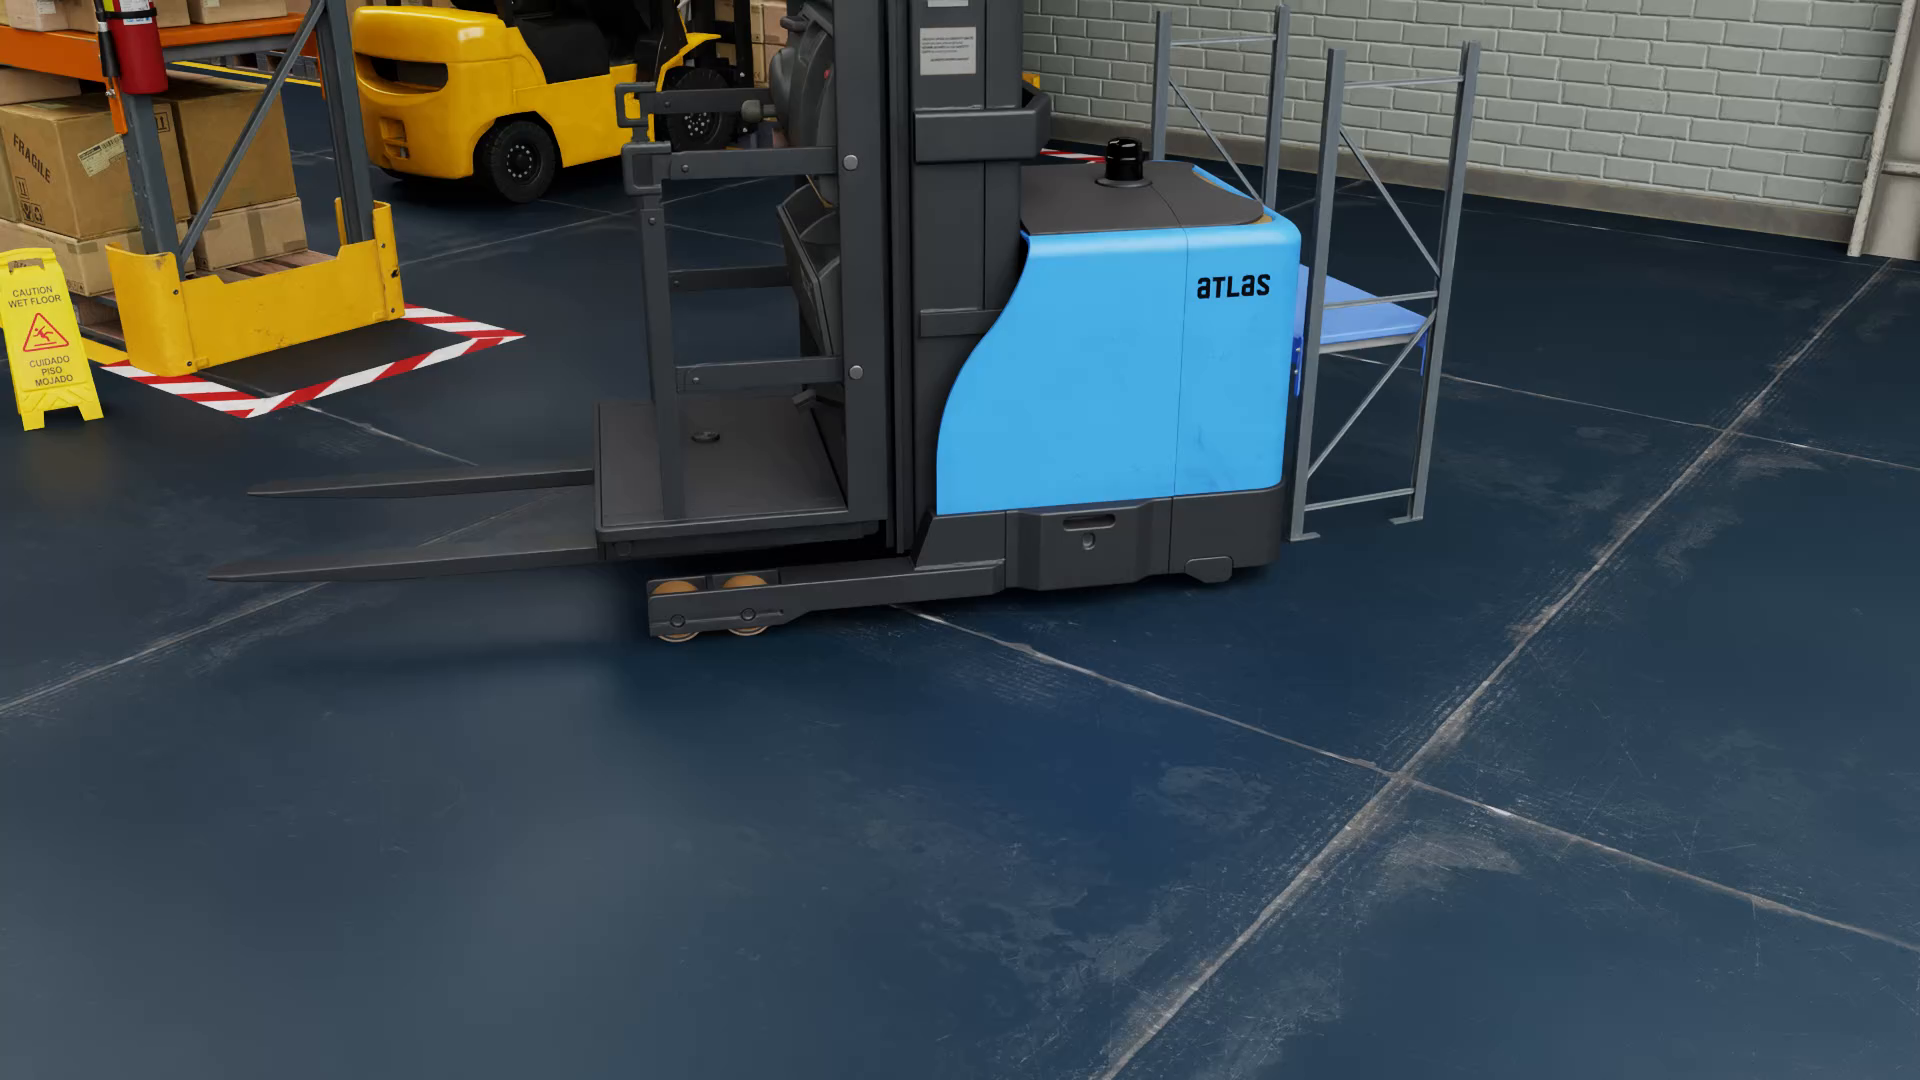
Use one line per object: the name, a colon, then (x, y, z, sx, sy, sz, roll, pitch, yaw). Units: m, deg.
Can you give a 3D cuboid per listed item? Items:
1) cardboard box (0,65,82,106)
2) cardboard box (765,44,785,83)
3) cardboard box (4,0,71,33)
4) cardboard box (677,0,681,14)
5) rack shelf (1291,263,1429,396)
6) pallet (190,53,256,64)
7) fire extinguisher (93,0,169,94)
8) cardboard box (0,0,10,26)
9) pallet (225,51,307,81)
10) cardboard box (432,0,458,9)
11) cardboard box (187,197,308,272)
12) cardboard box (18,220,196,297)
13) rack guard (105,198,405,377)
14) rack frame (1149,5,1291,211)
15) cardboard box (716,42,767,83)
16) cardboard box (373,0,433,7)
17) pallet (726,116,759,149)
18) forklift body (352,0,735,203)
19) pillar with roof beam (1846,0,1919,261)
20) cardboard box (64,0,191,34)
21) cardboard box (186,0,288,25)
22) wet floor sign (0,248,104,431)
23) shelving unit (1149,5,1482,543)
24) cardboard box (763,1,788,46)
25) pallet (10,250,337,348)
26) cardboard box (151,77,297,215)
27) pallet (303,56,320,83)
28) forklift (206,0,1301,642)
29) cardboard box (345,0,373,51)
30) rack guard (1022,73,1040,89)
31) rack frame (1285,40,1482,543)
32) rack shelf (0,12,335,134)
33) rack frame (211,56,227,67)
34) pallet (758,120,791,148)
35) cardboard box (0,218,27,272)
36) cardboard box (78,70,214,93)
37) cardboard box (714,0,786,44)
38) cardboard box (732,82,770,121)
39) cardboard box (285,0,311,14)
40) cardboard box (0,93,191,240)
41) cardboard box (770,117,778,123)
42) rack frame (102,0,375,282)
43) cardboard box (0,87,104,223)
cardboard box: (-4.060, -1.986, 7.192, 0.250, 0.149, 0.380, 18, 29, 35)
cardboard box: (-0.926, -3.142, 10.930, 0.500, 0.250, 0.500, 16, 29, 33)
cardboard box: (-3.625, -2.167, 6.760, 0.250, 0.149, 0.380, 16, 29, 33)
cardboard box: (-1.733, -3.605, 11.361, 0.500, 0.250, 0.500, 16, 28, 32)
rack shelf: (1.076, -0.746, 5.528, 0.538, 0.185, 1.000, -9, 25, -20)
pallet: (-6.931, -4.689, 15.630, 1.213, 0.211, 1.003, 17, 29, 33)
fire extinguisher: (-3.113, -2.023, 6.218, 0.183, 0.674, 0.296, 17, 29, 33)
cardboard box: (-3.818, -2.236, 6.916, 0.250, 0.149, 0.380, 16, 29, 32)
pallet: (-5.721, -4.284, 14.712, 1.213, 0.211, 1.003, 17, 29, 33)
cardboard box: (-3.580, -4.033, 13.107, 0.625, 0.625, 0.875, 18, 30, 36)
cardboard box: (-3.408, -1.453, 7.718, 0.500, 0.250, 0.500, 17, 29, 33)
cardboard box: (-3.756, -1.284, 7.332, 0.500, 0.250, 0.500, 17, 29, 33)
rack guard: (-2.989, -1.110, 7.148, 0.348, 0.500, 1.175, 17, 29, 33)
rack frame: (0.887, -1.101, 5.887, 0.500, 1.500, 0.032, -9, 25, -20)
cardboard box: (-1.352, -3.260, 11.198, 0.500, 0.250, 0.500, 16, 28, 32)
cardboard box: (-4.196, -4.223, 13.539, 0.625, 0.625, 0.875, 16, 29, 33)
pallet: (-1.564, -3.028, 11.861, 1.213, 0.211, 1.003, 17, 29, 33)
forklift body: (-2.566, -3.319, 10.116, 1.214, 2.155, 2.313, 17, 29, 33)
pillar with roof beam: (2.248, -4.202, 3.627, 0.400, 9.000, 9.100, 17, 29, 33)
cardboard box: (-3.356, -2.142, 6.702, 0.250, 0.149, 0.380, 18, 29, 35)
cardboard box: (-3.076, -2.269, 6.991, 0.250, 0.149, 0.380, 17, 29, 33)
wet floor sign: (-3.418, -0.767, 6.190, 0.267, 0.644, 0.232, -15, 28, -30)
shelving unit: (1.076, -0.911, 5.455, 0.538, 1.500, 1.048, -9, 25, -20)
cardboard box: (-0.922, -3.361, 10.808, 0.500, 0.250, 0.500, 17, 29, 34)
pallet: (-3.618, -1.185, 7.678, 1.213, 0.211, 1.003, 17, 29, 33)
cardboard box: (-3.428, -1.802, 7.579, 0.500, 0.500, 0.500, 16, 28, 32)
pallet: (-4.749, -3.989, 14.042, 1.213, 0.211, 1.003, 17, 29, 33)
forklift: (-0.612, -1.290, 4.544, 3.031, 2.935, 1.130, -5, 24, -11)
cardboard box: (-4.799, -4.404, 13.950, 0.625, 0.625, 0.875, 15, 28, 31)
rack guard: (0.065, -2.688, 10.730, 0.348, 0.500, 1.175, 17, 29, 33)
rack frame: (1.266, -0.720, 5.023, 0.500, 1.500, 0.032, -9, 25, -20)
rack shelf: (-4.529, -2.390, 7.845, 4.000, 0.370, 1.077, 17, 29, 33)
rack frame: (-6.356, -5.772, 14.630, 0.127, 3.000, 1.000, 17, 29, 33)
pallet: (-0.592, -2.733, 11.191, 1.213, 0.211, 1.003, 17, 29, 33)
cardboard box: (-4.147, -1.406, 7.609, 0.500, 0.250, 0.500, 17, 29, 33)
cardboard box: (-3.849, -1.927, 7.863, 0.500, 0.500, 0.500, 16, 28, 31)
cardboard box: (-1.332, -3.480, 11.078, 0.500, 0.250, 0.500, 17, 29, 34)
cardboard box: (-1.307, -3.030, 11.297, 0.500, 0.250, 0.500, 17, 29, 34)
cardboard box: (-5.338, -4.567, 14.319, 0.625, 0.625, 0.875, 18, 29, 35)
cardboard box: (-3.726, -1.622, 7.170, 0.500, 0.500, 0.500, 17, 29, 34)
cardboard box: (-0.912, -2.906, 11.016, 0.500, 0.250, 0.500, 17, 29, 33)
rack frame: (-2.929, -2.235, 6.603, 0.127, 3.000, 1.000, 17, 29, 33)
cardboard box: (-4.146, -1.747, 7.454, 0.500, 0.500, 0.500, 18, 30, 35)
